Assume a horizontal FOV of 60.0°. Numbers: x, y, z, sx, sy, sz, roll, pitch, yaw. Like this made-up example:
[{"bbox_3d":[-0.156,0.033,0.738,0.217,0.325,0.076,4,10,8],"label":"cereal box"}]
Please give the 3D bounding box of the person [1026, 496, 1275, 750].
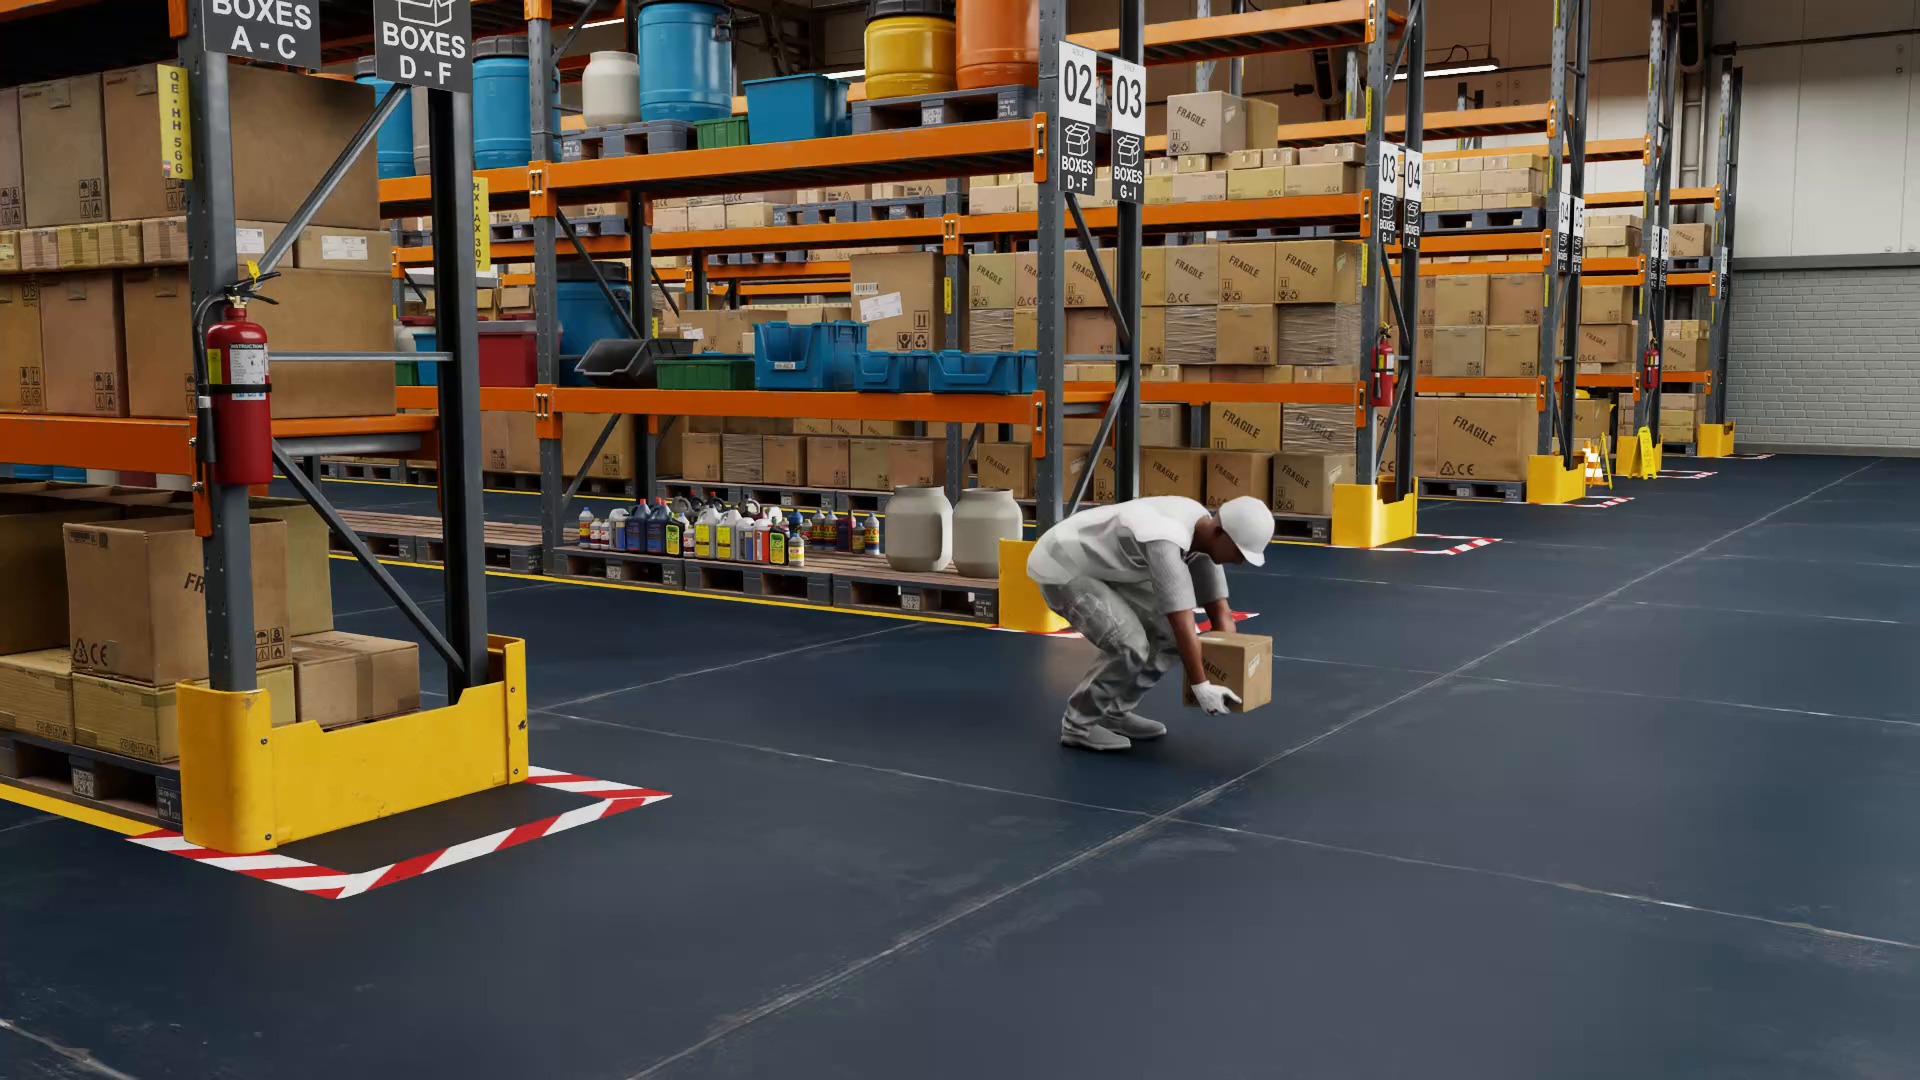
[{"bbox_3d":[0.739,0.310,6.431,0.970,0.995,0.549,4,7,32],"label":"person"}]
